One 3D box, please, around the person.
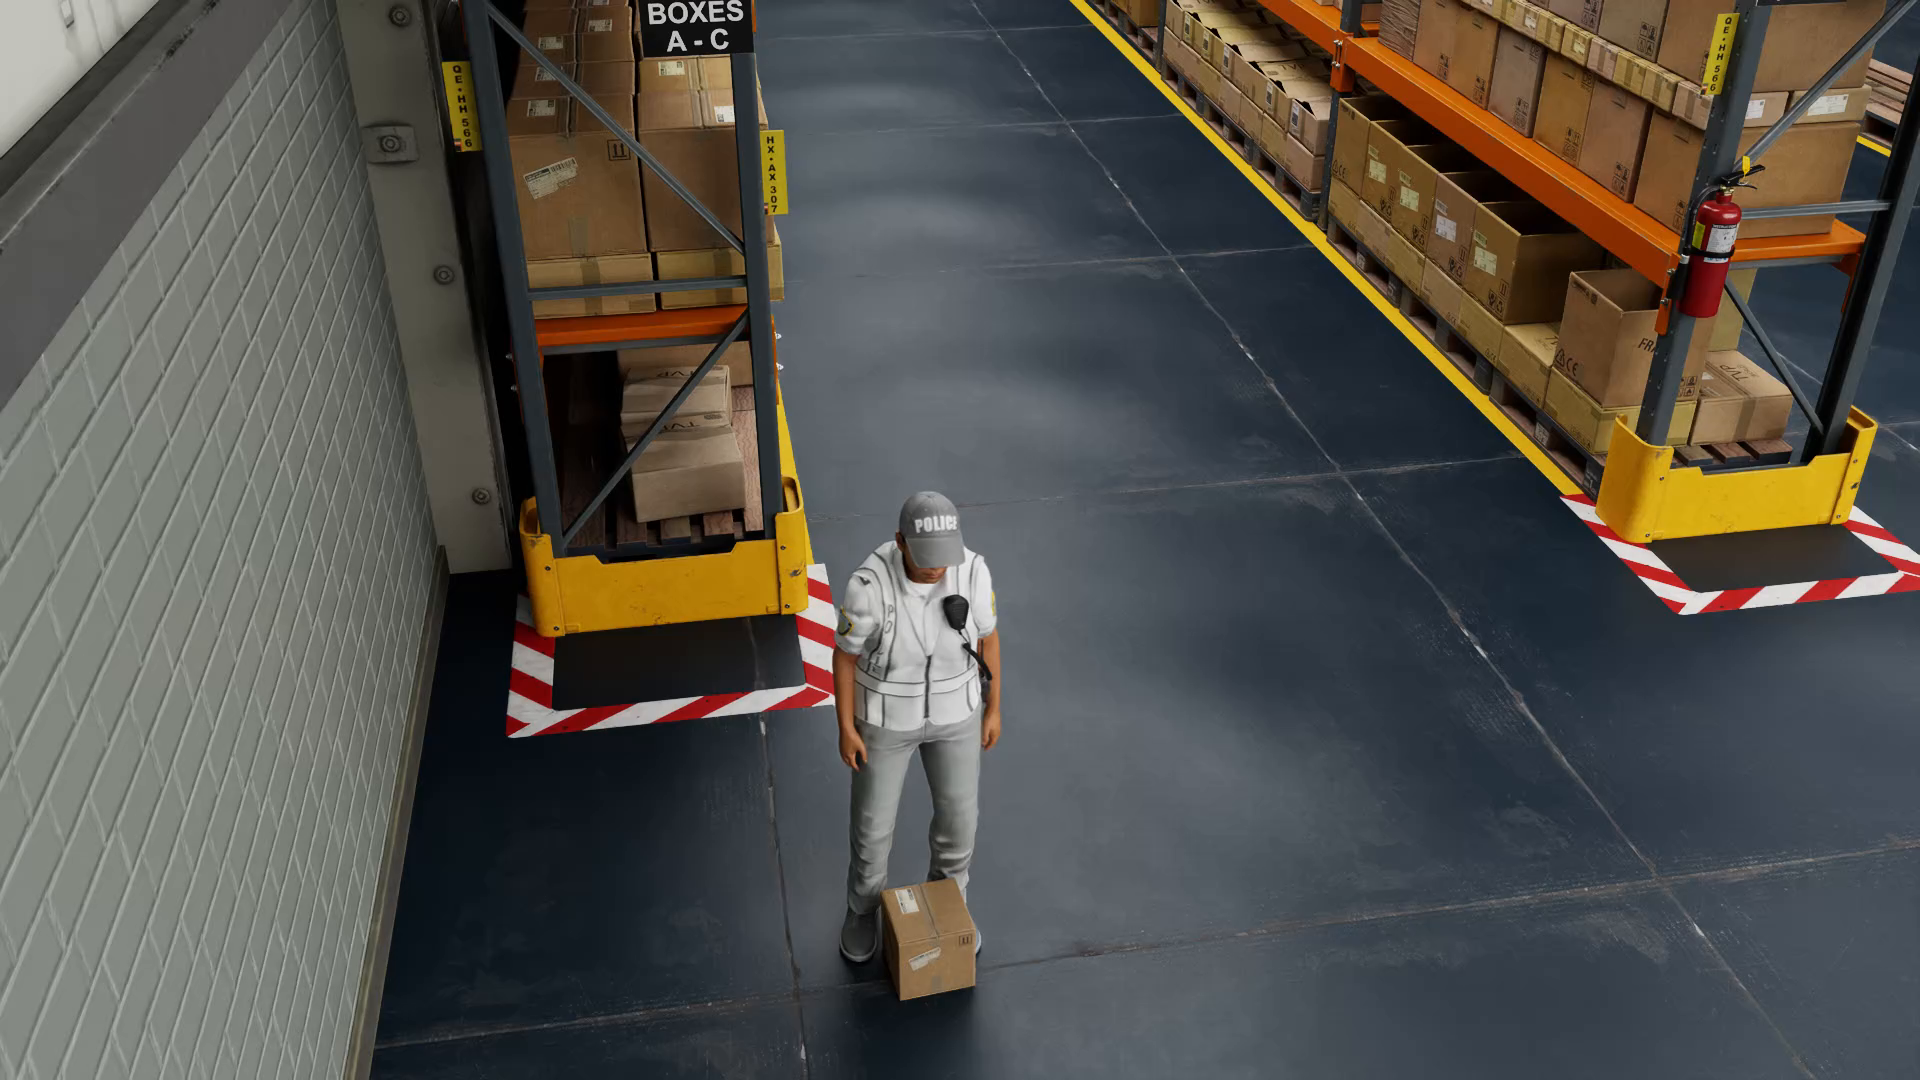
[{"bbox_3d":[-0.136,0.569,5.173,0.564,1.666,0.453,-7,32,-12],"label":"person"}]
